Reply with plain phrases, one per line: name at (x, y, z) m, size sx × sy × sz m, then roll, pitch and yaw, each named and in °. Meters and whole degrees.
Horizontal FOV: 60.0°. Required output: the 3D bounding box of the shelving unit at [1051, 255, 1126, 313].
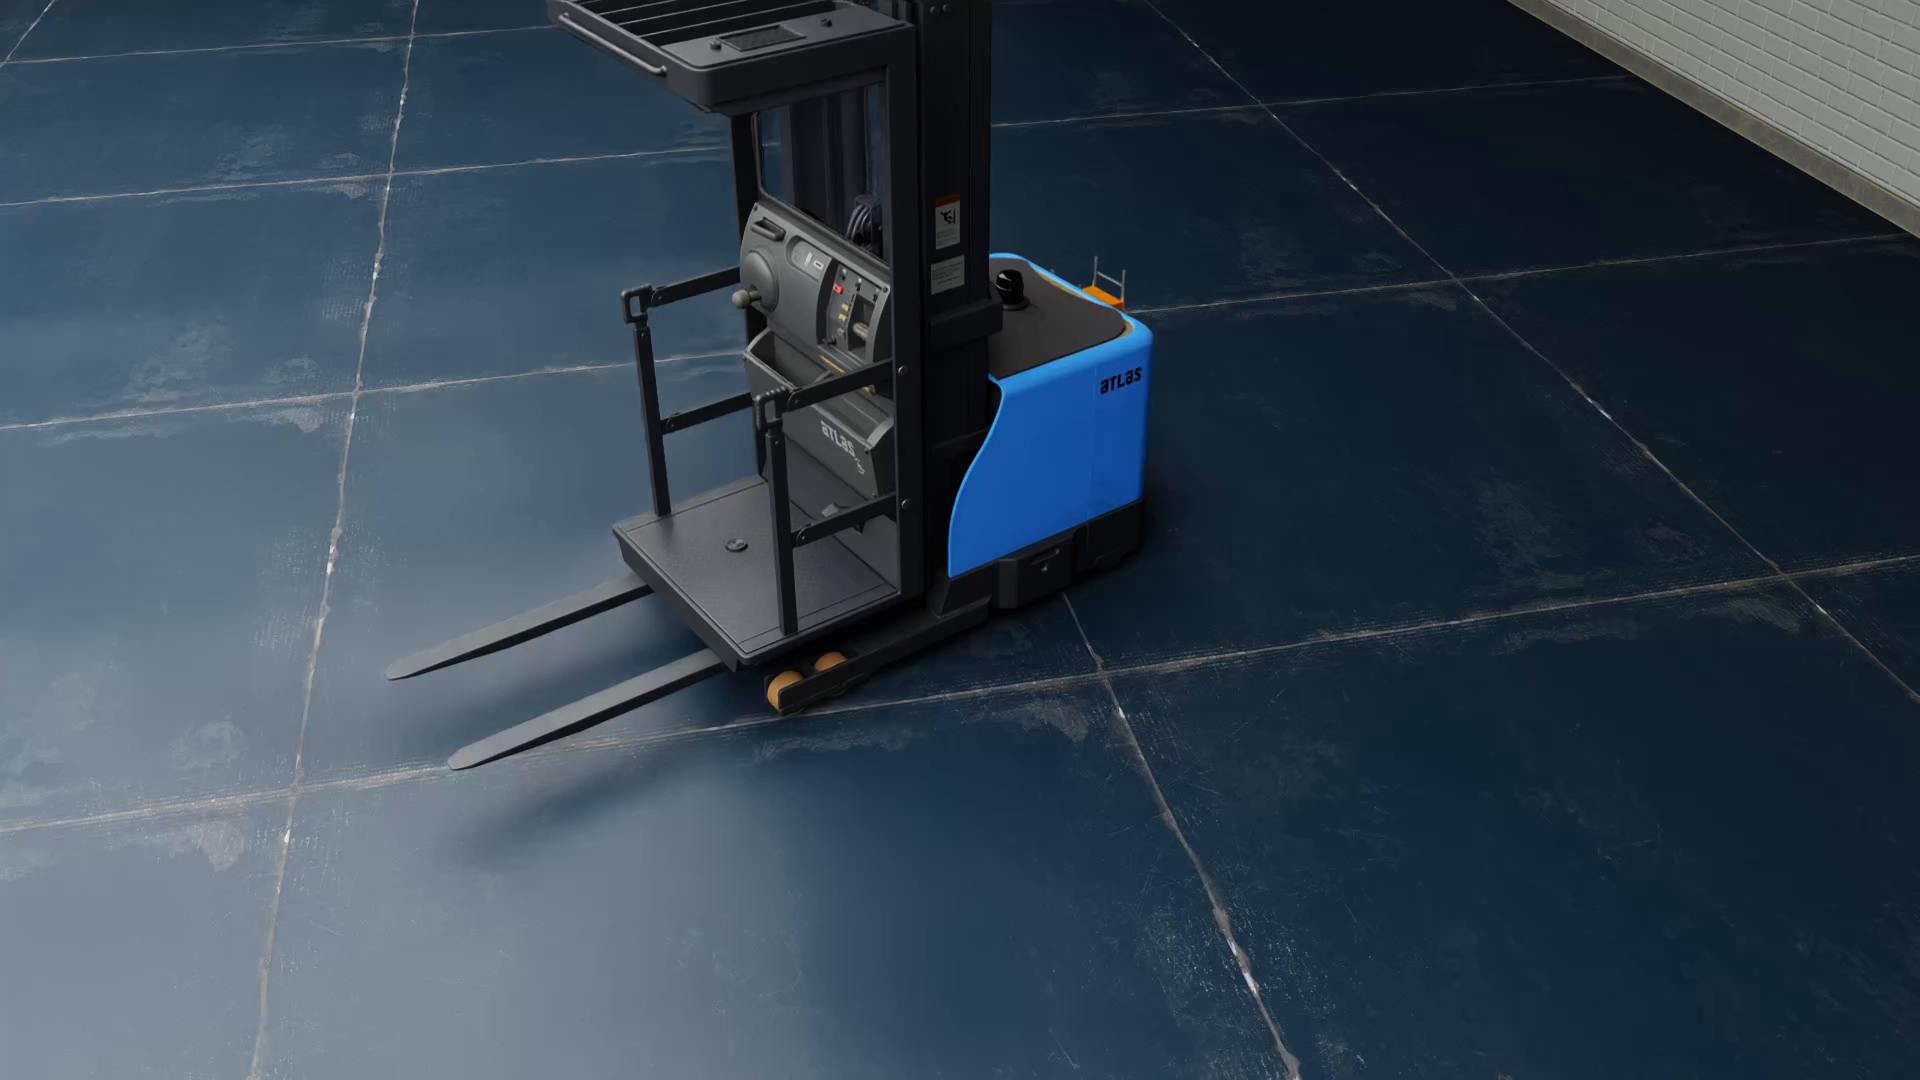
shelving unit at (0.548, -0.712, 7.369) m, size 0.252 × 1.050 × 0.215 m, roll -22°, pitch 40°, yaw -29°

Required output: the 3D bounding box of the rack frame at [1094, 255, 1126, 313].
rack frame at (0.646, -0.752, 7.429) m, size 0.008 × 1.050 × 0.200 m, roll -22°, pitch 40°, yaw -29°

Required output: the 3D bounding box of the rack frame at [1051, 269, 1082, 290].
rack frame at (0.449, -0.672, 7.310) m, size 0.008 × 1.050 × 0.200 m, roll -22°, pitch 40°, yaw -29°

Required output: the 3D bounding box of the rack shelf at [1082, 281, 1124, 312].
rack shelf at (0.548, -0.939, 7.217) m, size 0.240 × 0.259 × 0.215 m, roll -22°, pitch 40°, yaw -29°

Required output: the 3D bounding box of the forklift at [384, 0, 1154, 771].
forklift at (-0.705, -0.892, 5.948) m, size 3.031 × 2.935 × 1.130 m, roll -22°, pitch 40°, yaw -29°
